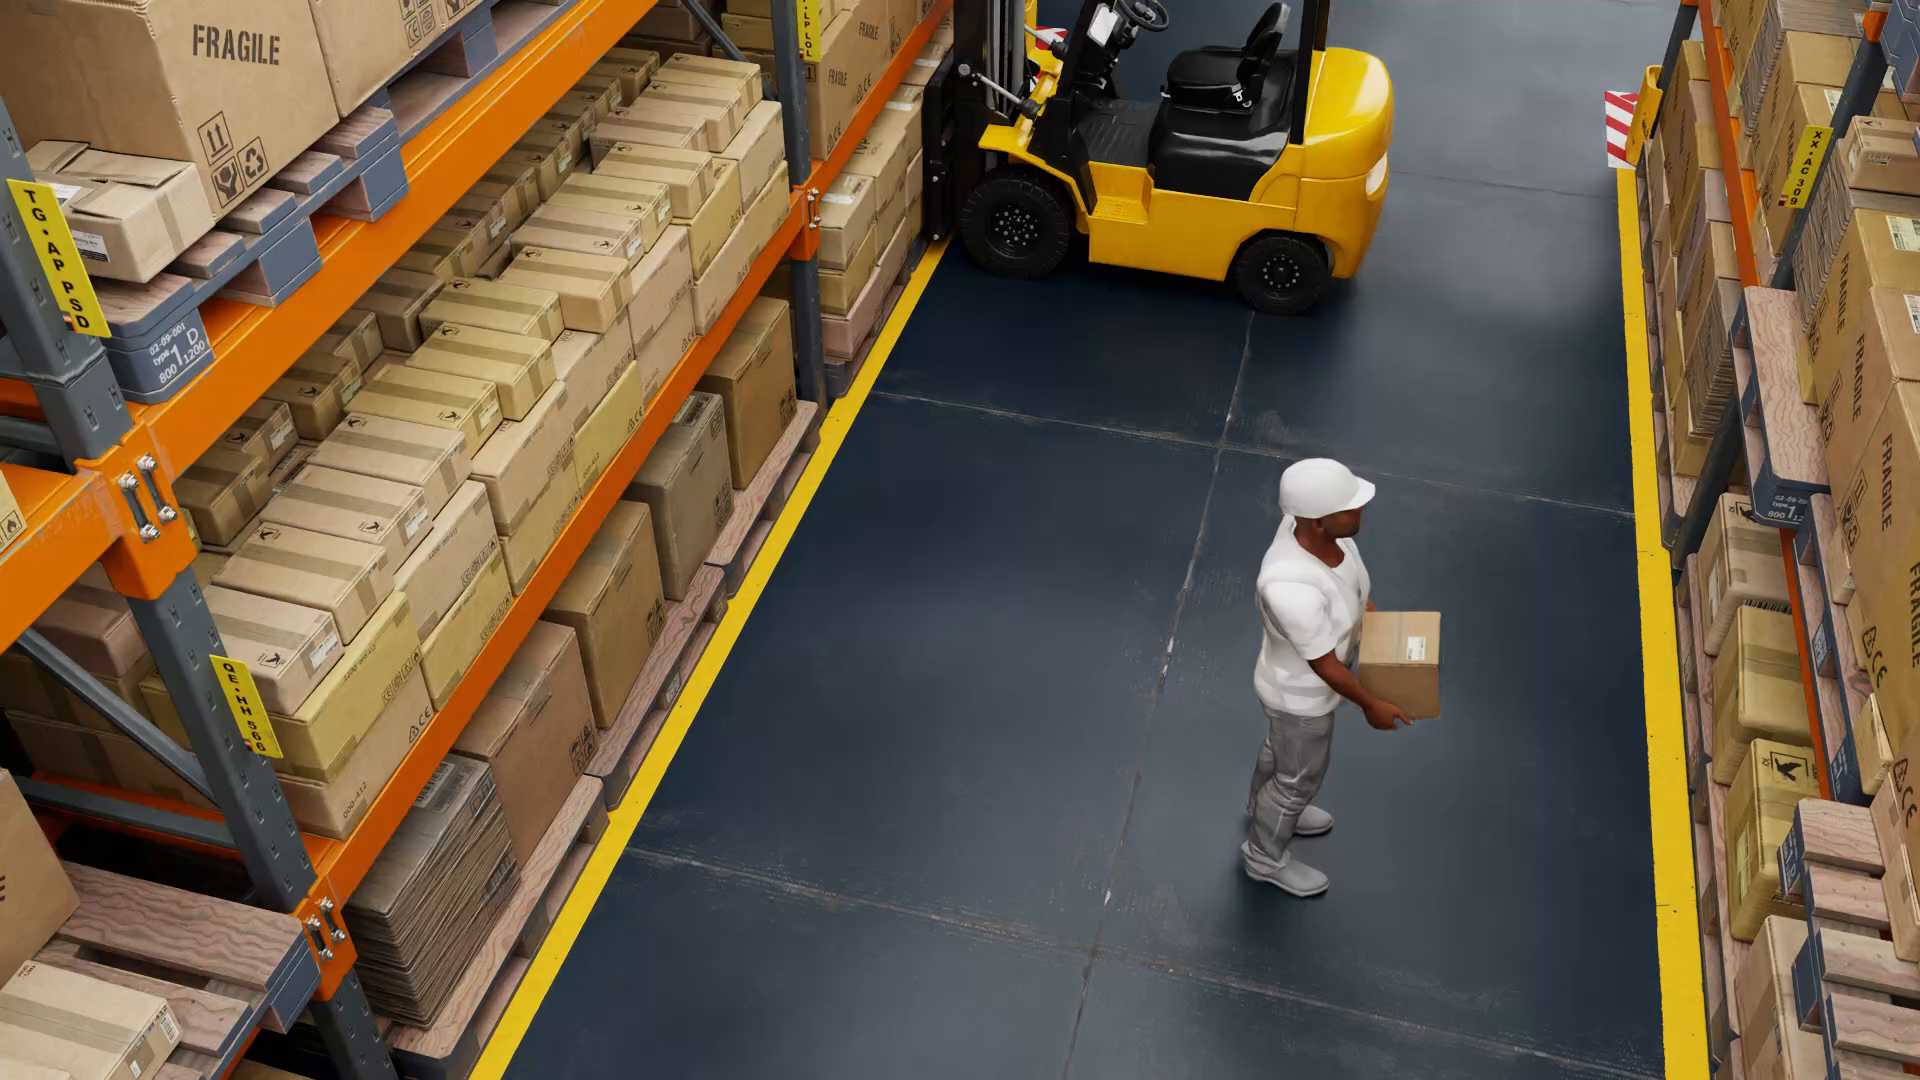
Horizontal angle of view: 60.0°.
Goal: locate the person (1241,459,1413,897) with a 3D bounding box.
[{"bbox_3d":[1.249,0.476,5.585,0.571,1.770,0.516,13,43,15],"label":"person"}]
